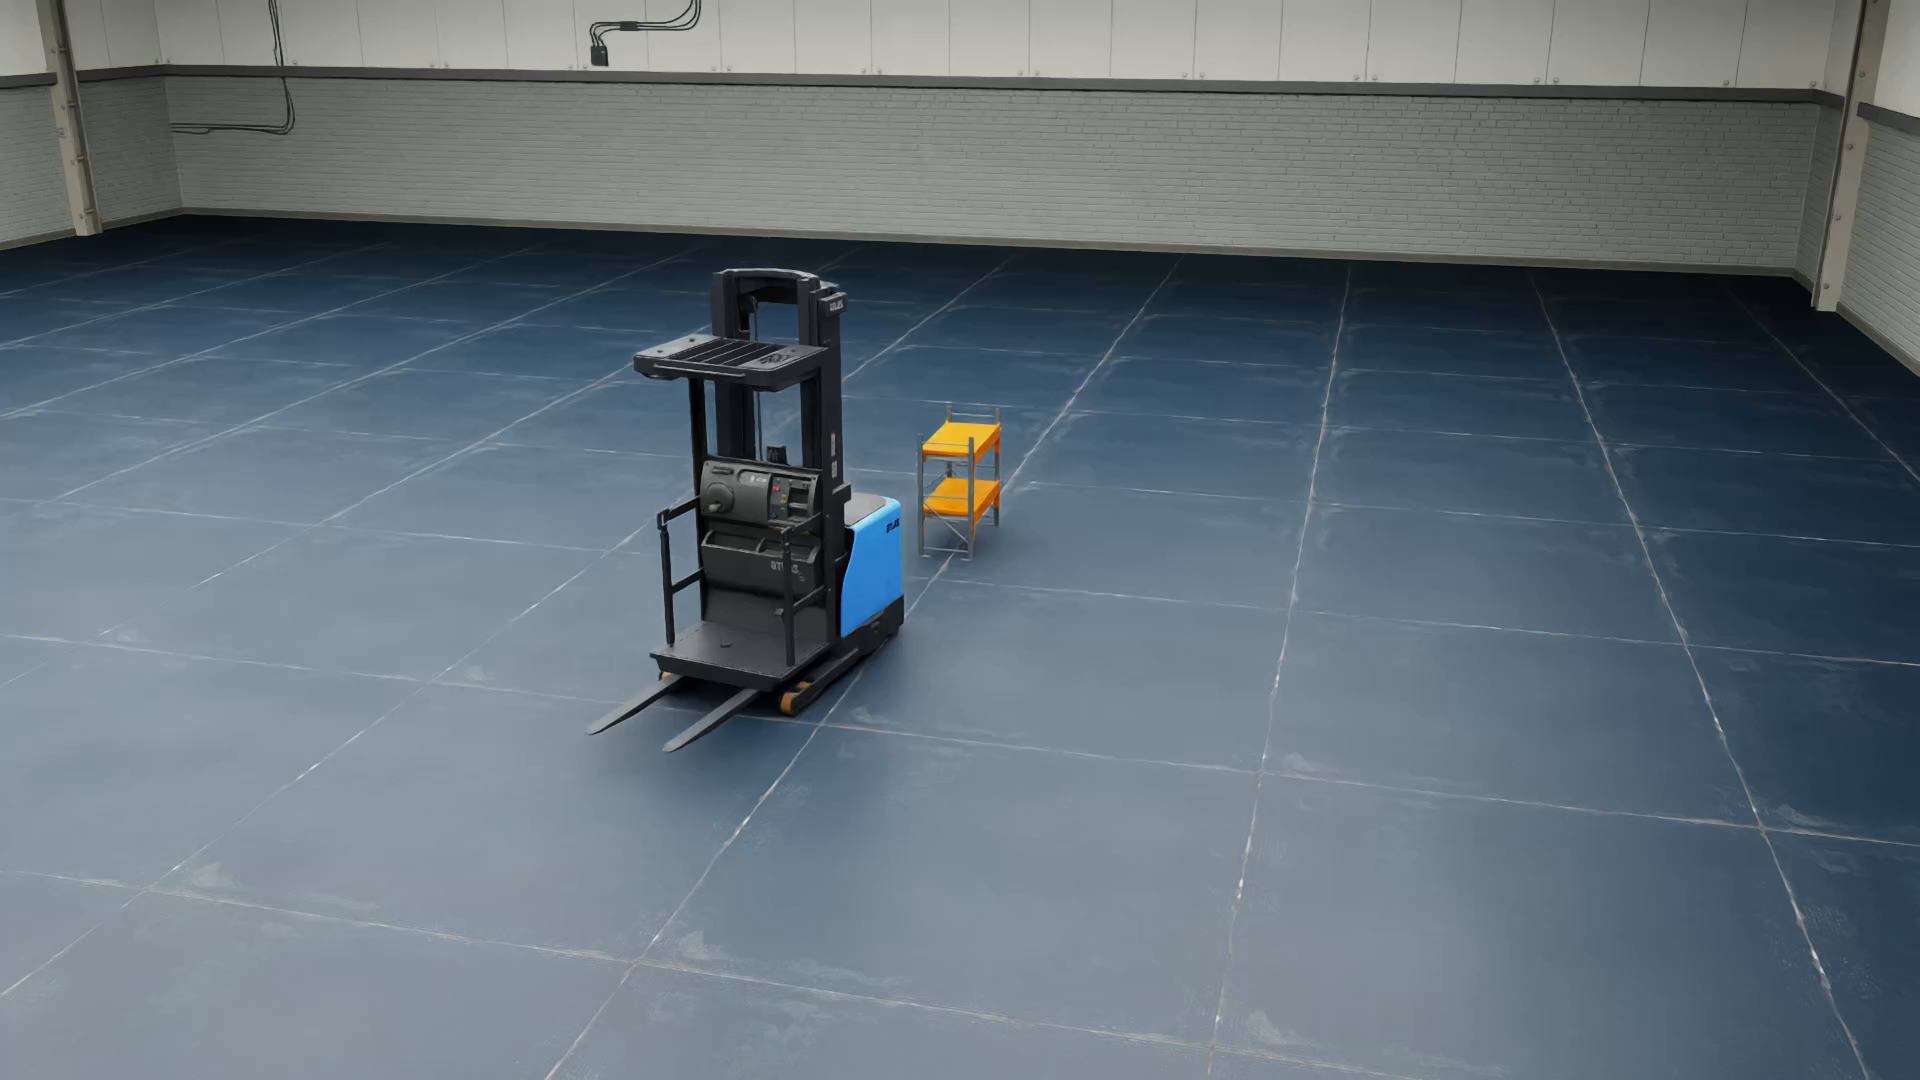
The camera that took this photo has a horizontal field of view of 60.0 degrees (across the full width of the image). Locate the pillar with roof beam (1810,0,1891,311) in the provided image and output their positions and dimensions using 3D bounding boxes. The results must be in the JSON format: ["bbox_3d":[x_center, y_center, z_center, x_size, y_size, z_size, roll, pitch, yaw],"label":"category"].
[{"bbox_3d":[9.139,-8.161,25.160,9.100,9.000,0.400,5,19,13],"label":"pillar with roof beam"}]

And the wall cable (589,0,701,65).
[{"bbox_3d":[-6.028,-11.983,31.086,2.305,6.003,0.169,5,19,13],"label":"wall cable"}]

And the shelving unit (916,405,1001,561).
[{"bbox_3d":[-0.002,-0.530,15.000,0.538,1.125,1.048,5,19,13],"label":"shelving unit"}]

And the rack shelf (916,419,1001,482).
[{"bbox_3d":[-0.002,-0.807,14.905,0.538,0.278,1.000,5,19,13],"label":"rack shelf"}]

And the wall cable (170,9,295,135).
[{"bbox_3d":[-15.230,-9.659,34.347,3.097,2.526,0.112,5,19,13],"label":"wall cable"}]

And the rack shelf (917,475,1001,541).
[{"bbox_3d":[-0.002,-0.299,15.079,0.538,0.278,1.000,5,19,13],"label":"rack shelf"}]

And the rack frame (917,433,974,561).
[{"bbox_3d":[-0.126,-0.371,14.533,0.500,1.125,0.032,5,19,13],"label":"rack frame"}]

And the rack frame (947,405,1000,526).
[{"bbox_3d":[0.123,-0.690,15.466,0.500,1.125,0.032,5,19,13],"label":"rack frame"}]

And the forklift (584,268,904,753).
[{"bbox_3d":[-1.512,-0.320,11.591,1.130,2.935,3.031,8,21,23],"label":"forklift"}]

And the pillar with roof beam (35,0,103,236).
[{"bbox_3d":[-13.058,-9.969,30.452,9.100,9.000,0.400,5,19,13],"label":"pillar with roof beam"}]

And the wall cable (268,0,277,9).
[{"bbox_3d":[-12.607,-11.835,32.905,3.097,2.526,0.112,5,19,13],"label":"wall cable"}]
